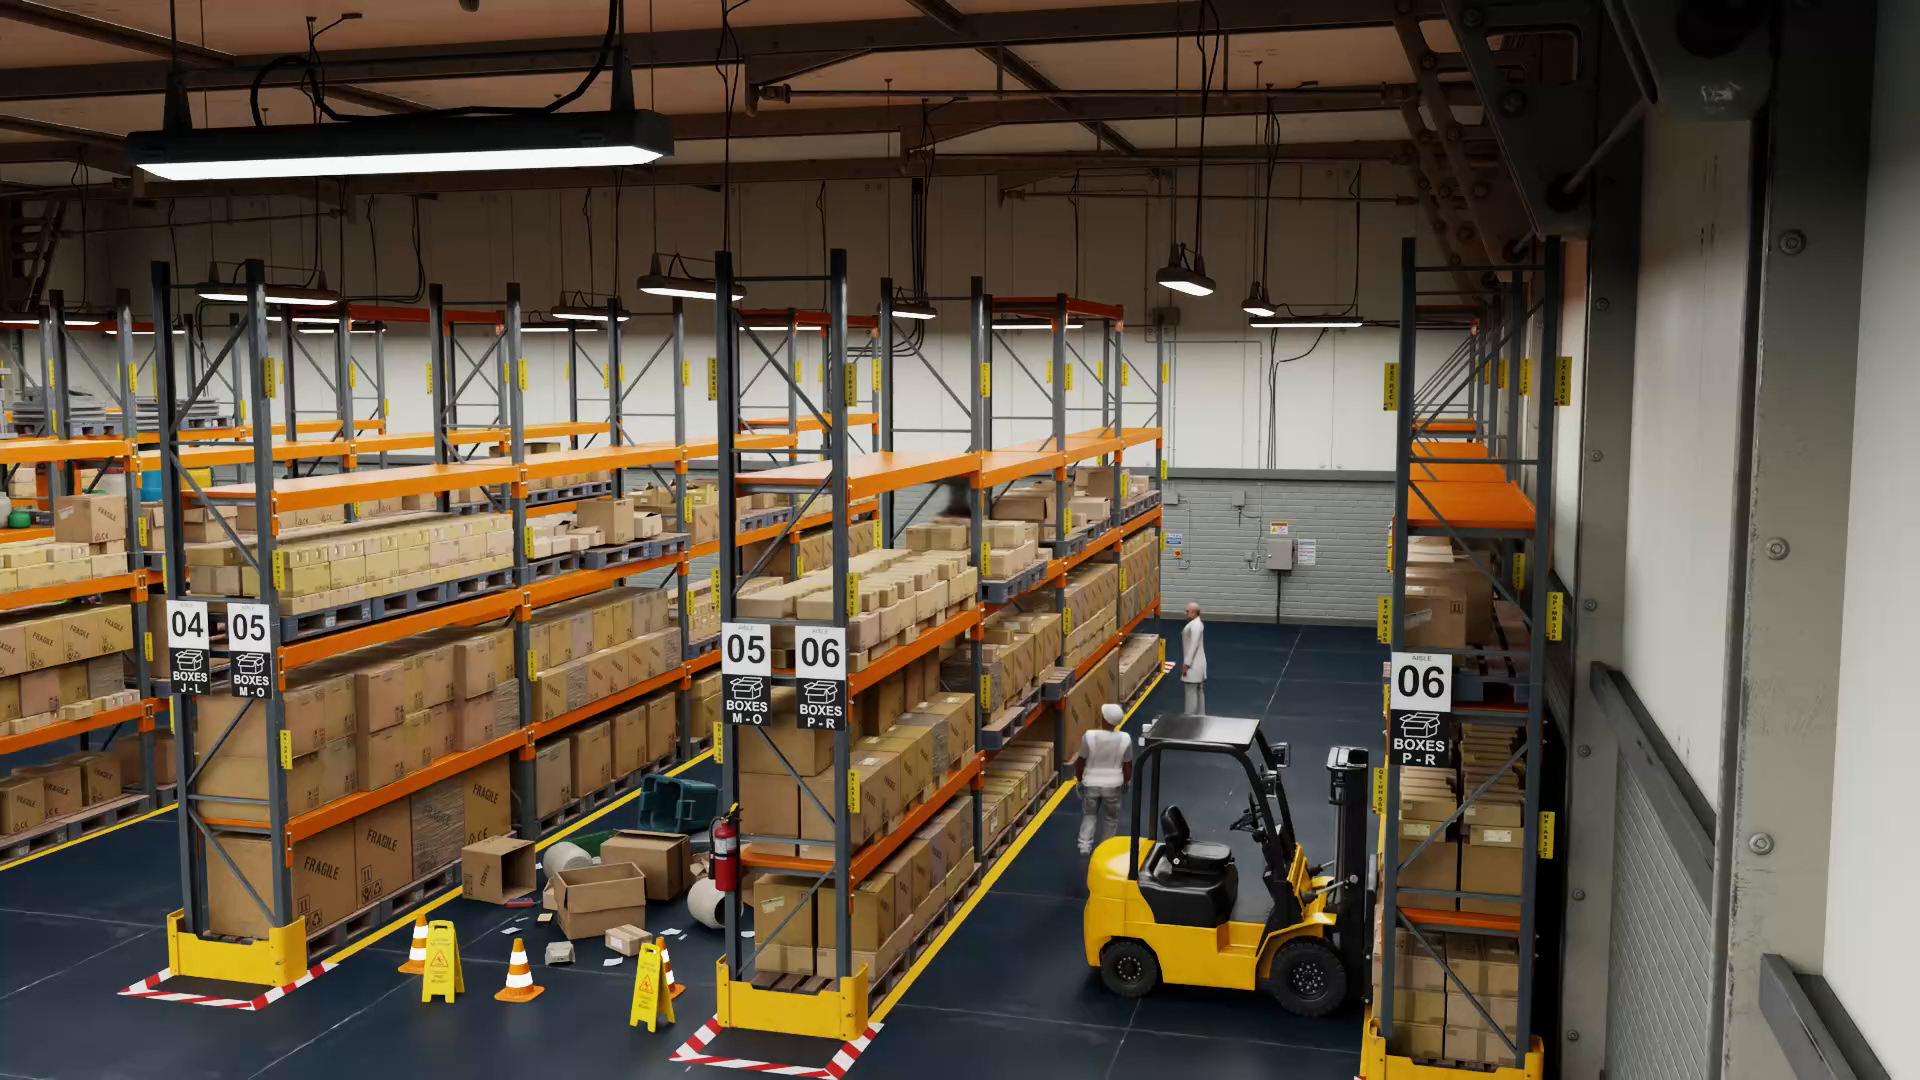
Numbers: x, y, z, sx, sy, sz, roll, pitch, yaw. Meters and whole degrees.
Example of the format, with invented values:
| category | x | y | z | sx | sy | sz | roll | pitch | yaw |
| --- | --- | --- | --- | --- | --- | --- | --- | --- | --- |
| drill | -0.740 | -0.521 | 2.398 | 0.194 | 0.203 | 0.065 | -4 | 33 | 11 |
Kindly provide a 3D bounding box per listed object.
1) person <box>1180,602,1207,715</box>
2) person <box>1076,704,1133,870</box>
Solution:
| category | x | y | z | sx | sy | sz | roll | pitch | yaw |
| --- | --- | --- | --- | --- | --- | --- | --- | --- | --- |
| person | 3.278 | 1.771 | 23.624 | 0.465 | 1.785 | 0.612 | 2 | 6 | 17 |
| person | 1.467 | 2.498 | 16.866 | 0.562 | 1.740 | 0.628 | 2 | 6 | 19 |
